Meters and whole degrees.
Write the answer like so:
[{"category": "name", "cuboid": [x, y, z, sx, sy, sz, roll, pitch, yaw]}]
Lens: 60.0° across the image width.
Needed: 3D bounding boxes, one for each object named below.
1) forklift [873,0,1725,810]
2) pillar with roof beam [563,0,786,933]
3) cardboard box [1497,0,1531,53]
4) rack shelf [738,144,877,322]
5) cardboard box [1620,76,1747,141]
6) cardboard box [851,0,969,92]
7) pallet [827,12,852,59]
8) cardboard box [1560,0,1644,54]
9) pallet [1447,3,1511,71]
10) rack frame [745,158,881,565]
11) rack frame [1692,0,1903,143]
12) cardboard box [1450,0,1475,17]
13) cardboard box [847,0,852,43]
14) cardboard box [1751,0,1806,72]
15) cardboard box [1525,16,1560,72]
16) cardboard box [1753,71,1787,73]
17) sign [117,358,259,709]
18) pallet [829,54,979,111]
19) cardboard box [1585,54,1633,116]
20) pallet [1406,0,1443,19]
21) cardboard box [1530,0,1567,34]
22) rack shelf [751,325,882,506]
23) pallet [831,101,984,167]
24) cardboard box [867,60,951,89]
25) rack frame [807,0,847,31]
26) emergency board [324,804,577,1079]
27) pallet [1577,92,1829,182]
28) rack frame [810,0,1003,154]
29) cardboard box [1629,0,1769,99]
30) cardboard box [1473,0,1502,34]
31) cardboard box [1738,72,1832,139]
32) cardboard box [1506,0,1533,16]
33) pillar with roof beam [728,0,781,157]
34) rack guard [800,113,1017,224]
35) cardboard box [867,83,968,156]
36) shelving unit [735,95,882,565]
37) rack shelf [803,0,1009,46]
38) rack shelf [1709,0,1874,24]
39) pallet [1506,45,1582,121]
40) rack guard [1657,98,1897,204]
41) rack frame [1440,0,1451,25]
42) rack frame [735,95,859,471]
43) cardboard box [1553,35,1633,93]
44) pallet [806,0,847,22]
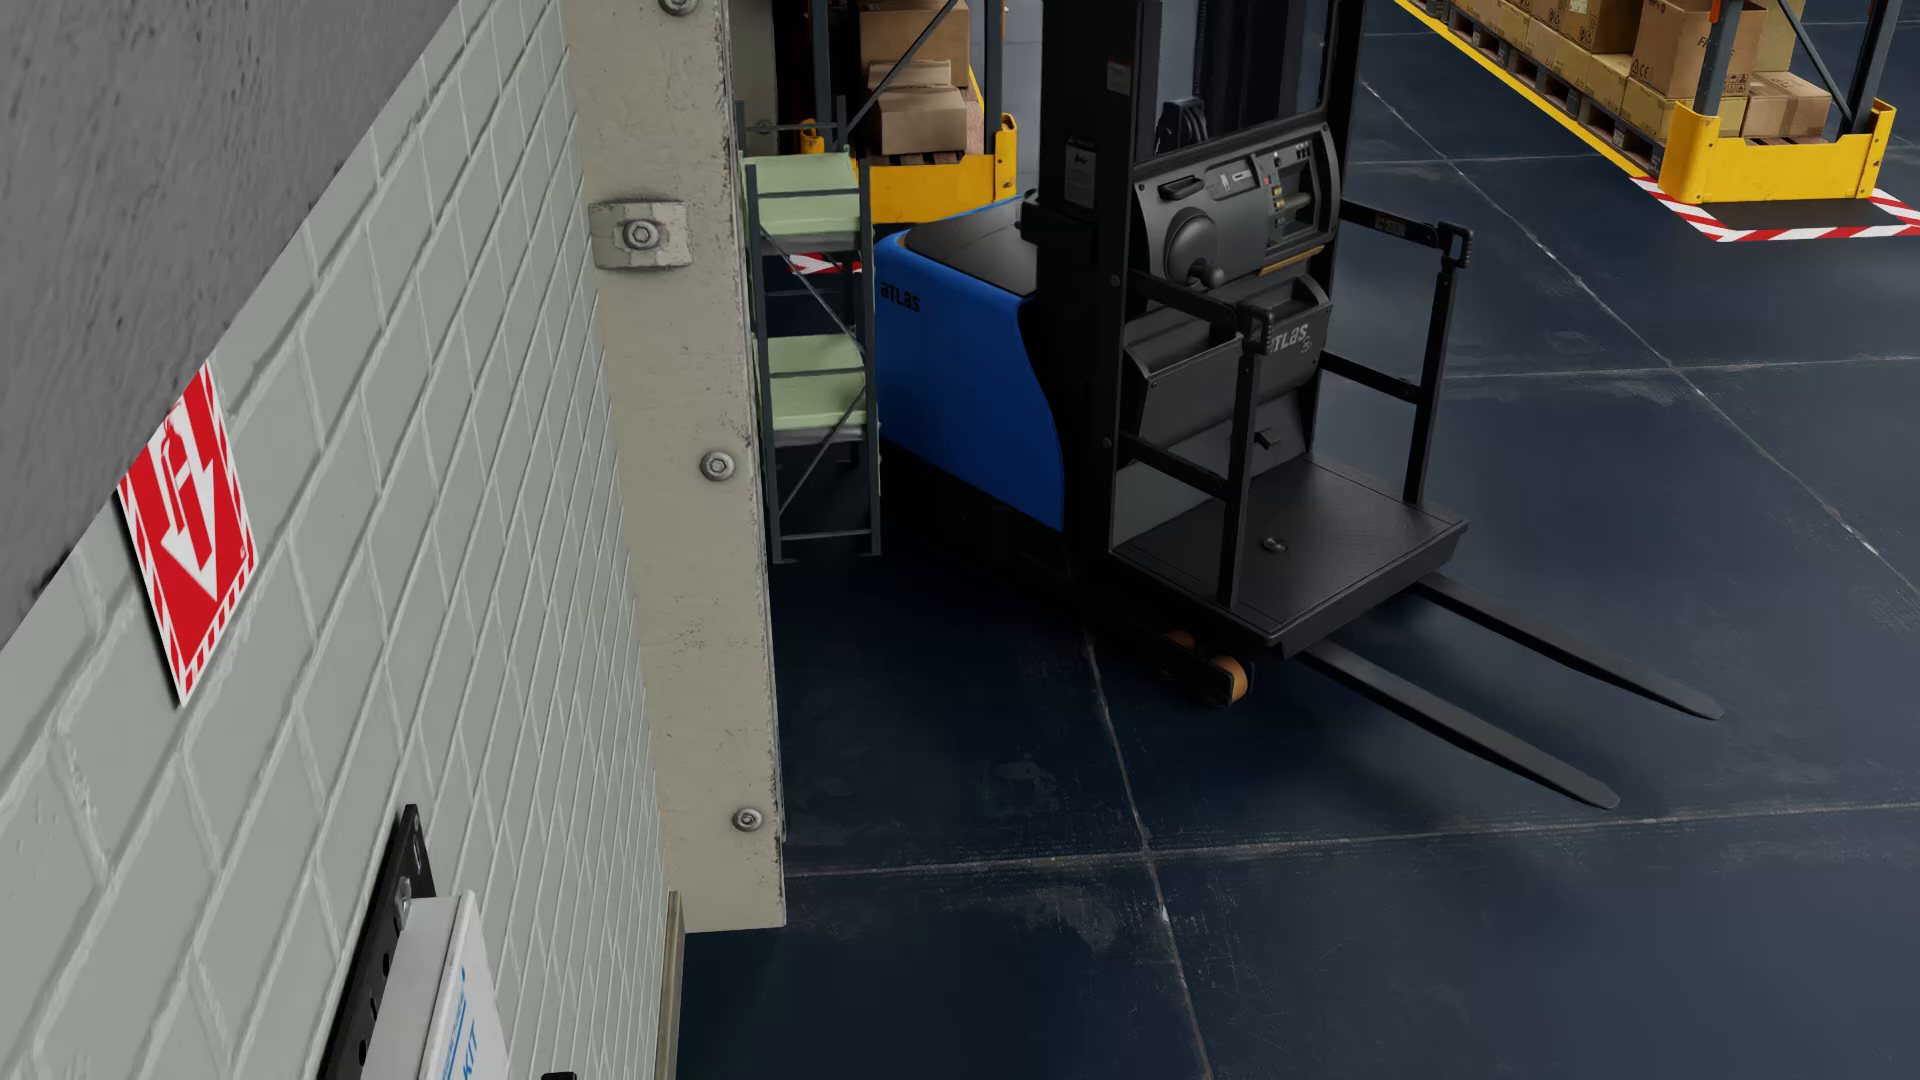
[{"category": "forklift", "cuboid": [1.025, -1.018, 5.095, 1.130, 2.935, 3.031, -25, 39, -35]}, {"category": "pillar with roof beam", "cuboid": [3.643, -3.118, 2.695, 9.100, 9.000, 0.400, -3, 31, -5]}, {"category": "cardboard box", "cuboid": [4.106, -3.603, 11.629, 0.500, 0.250, 0.500, -3, 31, -5]}, {"category": "rack shelf", "cuboid": [-0.551, -1.095, 5.859, 0.431, 0.370, 0.720, -5, 31, -8]}, {"category": "cardboard box", "cuboid": [4.310, -2.583, 9.921, 0.500, 0.250, 0.500, -3, 31, -5]}, {"category": "cardboard box", "cuboid": [-0.324, -3.225, 10.733, 0.700, 0.500, 0.500, -5, 31, -8]}, {"category": "pallet", "cuboid": [-0.553, -3.588, 12.051, 1.003, 0.211, 1.213, -3, 31, -5]}, {"category": "cardboard box", "cuboid": [4.200, -3.414, 10.582, 0.500, 0.500, 0.500, -3, 31, -5]}, {"category": "pallet", "cuboid": [4.313, -3.760, 12.340, 1.003, 0.211, 1.213, -3, 31, -5]}, {"category": "rack frame", "cuboid": [-0.491, -0.575, 5.749, 0.400, 1.500, 0.023, -5, 31, -8]}, {"category": "rack frame", "cuboid": [4.655, -3.323, 8.889, 1.000, 3.000, 0.127, -3, 31, -5]}, {"category": "cardboard box", "cuboid": [4.022, -4.114, 12.484, 0.500, 0.250, 0.500, -3, 31, -5]}, {"category": "cardboard box", "cuboid": [-0.514, -3.714, 11.551, 0.500, 0.500, 0.500, -5, 31, -8]}, {"category": "cardboard box", "cuboid": [4.777, -3.185, 10.197, 0.500, 0.500, 0.500, -3, 31, -5]}, {"category": "cardboard box", "cuboid": [4.158, -3.348, 11.202, 0.500, 0.250, 0.500, -3, 31, -5]}, {"category": "cardboard box", "cuboid": [4.776, -2.863, 10.389, 0.500, 0.250, 0.500, -3, 31, -5]}, {"category": "sign", "cuboid": [-0.549, -0.059, 1.164, 0.001, 0.298, 0.199, -3, 31, -5]}, {"category": "pallet", "cuboid": [-0.436, -2.964, 11.006, 1.003, 0.211, 1.213, -3, 31, -5]}, {"category": "cardboard box", "cuboid": [4.252, -2.837, 10.347, 0.500, 0.250, 0.500, -3, 31, -5]}, {"category": "pallet", "cuboid": [4.173, -4.543, 13.649, 1.003, 0.211, 1.213, -3, 31, -5]}, {"category": "cardboard box", "cuboid": [4.155, -3.670, 11.009, 0.500, 0.500, 0.500, -3, 31, -5]}, {"category": "rack shelf", "cuboid": [-0.550, -0.480, 6.226, 0.431, 0.370, 0.720, -5, 31, -8]}, {"category": "pallet", "cuboid": [-0.325, -2.342, 9.965, 1.003, 0.211, 1.213, -3, 31, -5]}, {"category": "cardboard box", "cuboid": [-0.305, -2.767, 10.151, 0.500, 0.311, 0.500, 0, 31, 0]}, {"category": "rack frame", "cuboid": [-0.651, -5.126, 11.907, 1.000, 3.000, 0.127, -3, 31, -5]}, {"category": "emergency board", "cuboid": [-0.450, 0.927, 1.773, 0.194, 1.169, 0.643, -3, 31, -5]}, {"category": "pallet", "cuboid": [4.541, -2.515, 10.254, 1.003, 0.211, 1.213, -3, 31, -5]}, {"category": "rack frame", "cuboid": [-0.277, -3.084, 8.488, 1.000, 3.000, 0.127, -3, 31, -5]}, {"category": "cardboard box", "cuboid": [4.308, -2.905, 9.728, 0.500, 0.500, 0.500, -3, 31, -5]}, {"category": "cardboard box", "cuboid": [4.064, -3.859, 12.057, 0.500, 0.250, 0.500, -3, 31, -5]}, {"category": "cardboard box", "cuboid": [4.826, -2.608, 9.962, 0.500, 0.250, 0.500, -3, 31, -5]}, {"category": "cardboard box", "cuboid": [4.106, -3.925, 11.436, 0.500, 0.500, 0.500, -3, 31, -5]}, {"category": "pillar with roof beam", "cuboid": [3.082, -6.182, 7.824, 9.100, 9.000, 0.400, -3, 31, -5]}, {"category": "rack guard", "cuboid": [-0.284, -2.050, 9.194, 1.175, 0.500, 0.348, -3, 31, -5]}, {"category": "cardboard box", "cuboid": [-0.252, -2.476, 9.663, 0.500, 0.311, 0.500, -6, 31, -10]}, {"category": "shelving unit", "cuboid": [-0.551, -0.760, 6.059, 0.431, 1.500, 0.755, -5, 31, -8]}, {"category": "rack shelf", "cuboid": [-0.464, -3.796, 10.382, 1.077, 0.370, 4.000, -3, 31, -5]}, {"category": "rack shelf", "cuboid": [4.468, -4.036, 10.783, 1.077, 0.370, 4.000, -3, 31, -5]}, {"category": "pallet", "cuboid": [4.431, -3.136, 11.294, 1.003, 0.211, 1.213, -3, 31, -5]}, {"category": "rack guard", "cuboid": [4.657, -2.238, 9.509, 1.175, 0.500, 0.348, -3, 31, -5]}, {"category": "rack frame", "cuboid": [4.281, -5.365, 12.308, 1.000, 3.000, 0.127, -3, 31, -5]}, {"category": "rack frame", "cuboid": [-0.610, -0.945, 6.369, 0.400, 1.500, 0.023, -5, 31, -8]}, {"category": "cardboard box", "cuboid": [4.203, -3.093, 10.774, 0.500, 0.250, 0.500, -3, 31, -5]}, {"category": "pallet", "cuboid": [-0.725, -4.327, 13.288, 1.003, 0.211, 1.213, -3, 31, -5]}]
